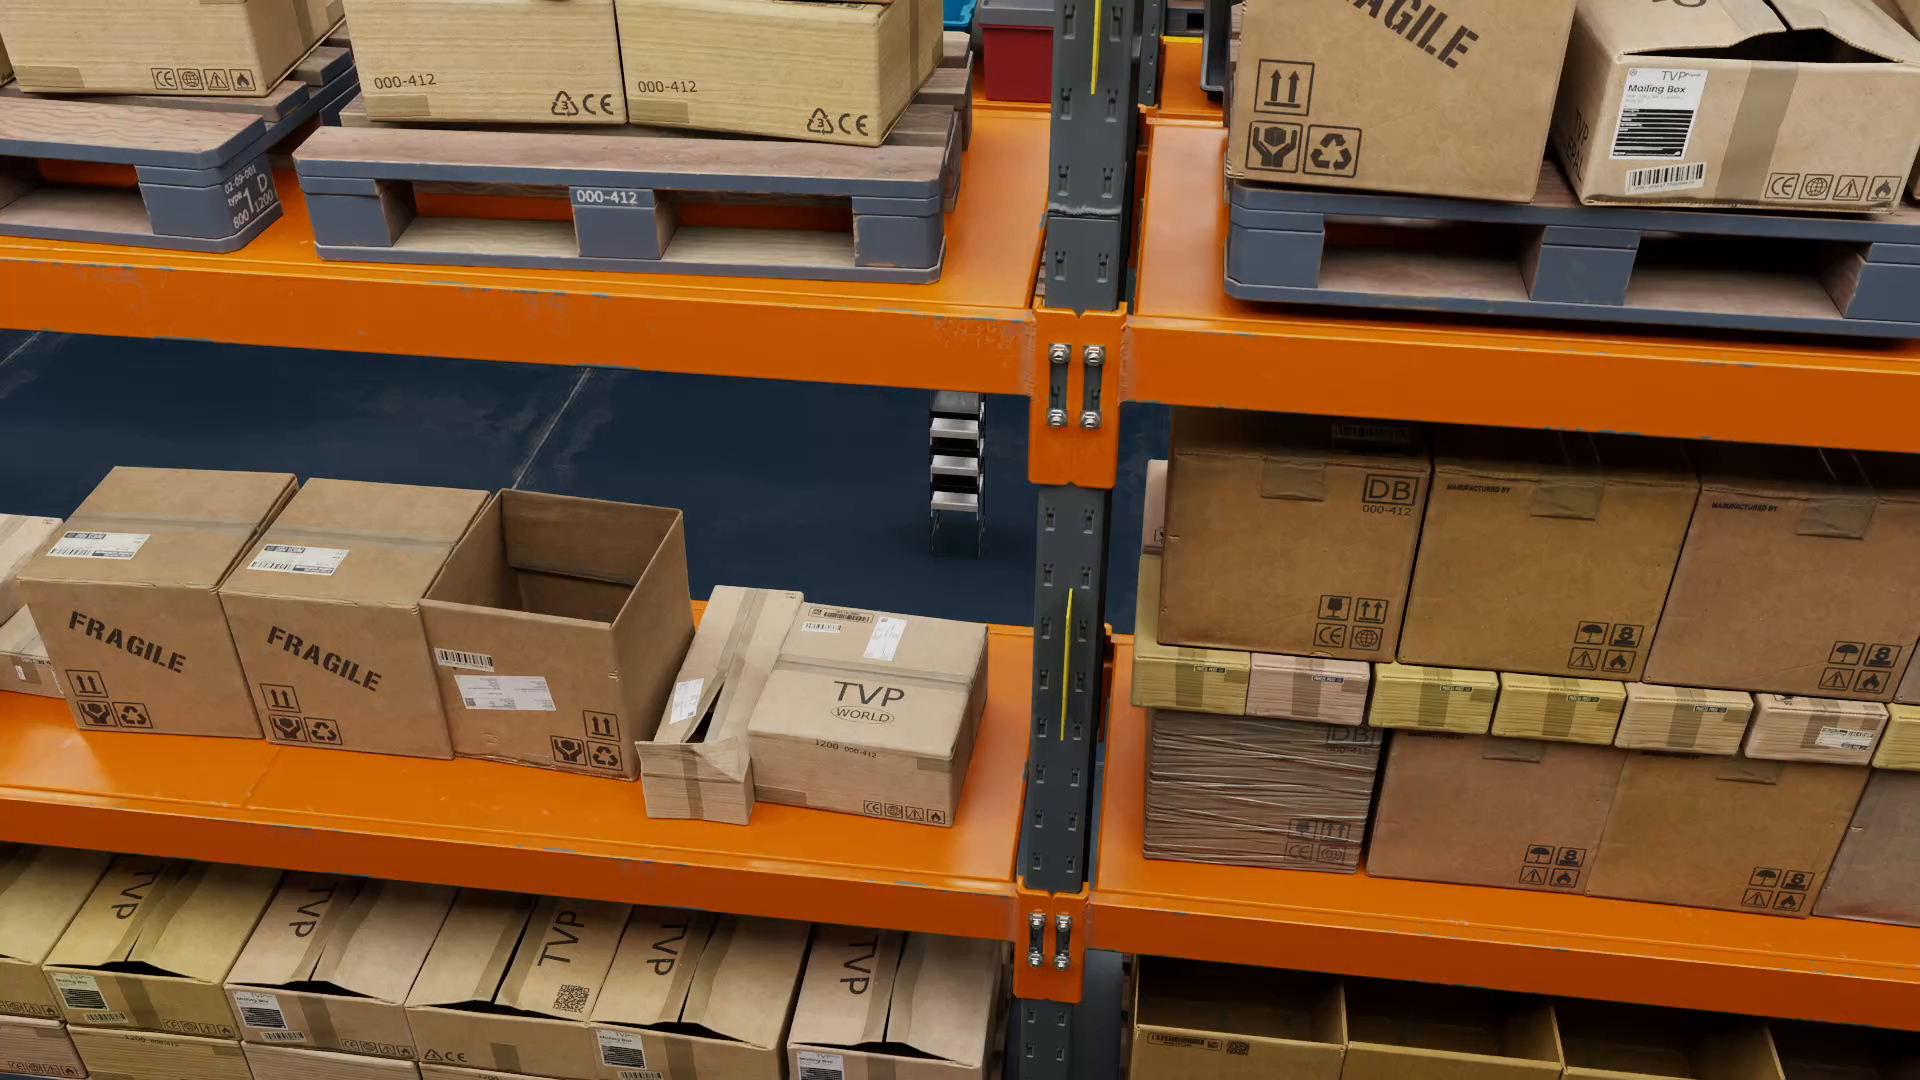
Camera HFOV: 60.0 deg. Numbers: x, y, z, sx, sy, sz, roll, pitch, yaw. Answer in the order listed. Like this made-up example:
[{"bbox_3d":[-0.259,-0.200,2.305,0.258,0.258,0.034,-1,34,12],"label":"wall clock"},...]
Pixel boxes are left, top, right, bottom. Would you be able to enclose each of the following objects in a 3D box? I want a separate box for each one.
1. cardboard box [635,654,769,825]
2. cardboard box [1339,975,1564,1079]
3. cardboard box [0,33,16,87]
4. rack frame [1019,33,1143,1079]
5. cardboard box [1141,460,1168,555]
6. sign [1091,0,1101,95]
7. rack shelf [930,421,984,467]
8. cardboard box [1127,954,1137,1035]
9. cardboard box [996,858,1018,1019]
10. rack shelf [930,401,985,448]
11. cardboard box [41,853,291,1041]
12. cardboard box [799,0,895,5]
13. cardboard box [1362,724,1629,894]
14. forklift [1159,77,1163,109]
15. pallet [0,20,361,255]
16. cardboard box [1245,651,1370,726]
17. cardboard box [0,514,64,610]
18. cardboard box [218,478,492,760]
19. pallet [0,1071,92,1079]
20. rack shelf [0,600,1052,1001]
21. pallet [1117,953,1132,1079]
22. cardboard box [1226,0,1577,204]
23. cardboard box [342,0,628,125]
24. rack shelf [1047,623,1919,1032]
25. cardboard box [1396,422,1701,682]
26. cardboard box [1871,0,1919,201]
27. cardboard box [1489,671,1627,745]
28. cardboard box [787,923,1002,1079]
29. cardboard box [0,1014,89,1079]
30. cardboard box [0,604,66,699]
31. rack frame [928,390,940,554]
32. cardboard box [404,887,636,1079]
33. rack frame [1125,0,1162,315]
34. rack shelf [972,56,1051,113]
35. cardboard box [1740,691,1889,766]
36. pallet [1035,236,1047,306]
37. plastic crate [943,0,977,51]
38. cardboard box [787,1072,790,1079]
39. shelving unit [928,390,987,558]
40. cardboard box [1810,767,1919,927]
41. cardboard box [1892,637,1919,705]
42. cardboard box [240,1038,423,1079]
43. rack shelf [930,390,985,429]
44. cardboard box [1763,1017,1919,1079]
[{"bbox_3d":[-0.619,0.476,4.117,0.258,0.266,0.396,3,36,5],"label":"cardboard box"},{"bbox_3d":[1.193,1.271,4.247,0.500,0.500,0.500,4,36,6],"label":"cardboard box"},{"bbox_3d":[-2.146,-1.168,3.490,0.500,0.250,0.500,4,36,5],"label":"cardboard box"},{"bbox_3d":[0.276,0.380,4.135,0.127,3.000,1.000,4,36,6],"label":"rack frame"},{"bbox_3d":[0.573,-0.028,4.062,0.250,0.149,0.380,4,36,6],"label":"cardboard box"},{"bbox_3d":[0.217,-0.866,2.583,0.005,0.325,0.100,4,36,6],"label":"sign"},{"bbox_3d":[-0.008,-0.413,6.957,0.200,0.077,0.258,4,36,6],"label":"rack shelf"},{"bbox_3d":[0.764,1.237,4.940,0.500,0.250,0.500,4,36,6],"label":"cardboard box"},{"bbox_3d":[-0.092,1.156,5.053,0.500,0.250,0.500,3,36,5],"label":"cardboard box"},{"bbox_3d":[-0.008,-0.486,6.904,0.200,0.077,0.258,4,36,6],"label":"rack shelf"},{"bbox_3d":[-2.182,1.086,4.670,0.500,0.311,0.500,3,36,5],"label":"cardboard box"},{"bbox_3d":[-0.331,-1.324,3.063,0.500,0.500,0.500,5,36,7],"label":"cardboard box"},{"bbox_3d":[1.241,0.404,4.015,0.500,0.500,0.700,4,36,5],"label":"cardboard box"},{"bbox_3d":[2.095,-3.876,10.158,3.031,2.935,1.130,8,36,11],"label":"forklift"},{"bbox_3d":[-1.897,-0.980,3.621,1.213,0.211,1.003,6,36,8],"label":"pallet"},{"bbox_3d":[0.767,0.226,3.707,0.250,0.149,0.380,5,36,7],"label":"cardboard box"},{"bbox_3d":[-2.764,0.094,4.752,0.250,0.149,0.380,4,36,6],"label":"cardboard box"},{"bbox_3d":[-1.503,0.198,4.305,0.500,0.500,0.500,4,36,6],"label":"cardboard box"},{"bbox_3d":[-2.880,1.303,5.243,1.213,0.211,1.003,4,36,6],"label":"pallet"},{"bbox_3d":[-1.708,0.525,4.551,4.000,0.370,1.077,4,36,6],"label":"rack shelf"},{"bbox_3d":[1.059,1.598,4.829,1.213,0.211,1.003,4,36,6],"label":"pallet"},{"bbox_3d":[0.742,-0.920,2.807,0.500,0.500,0.500,7,36,10],"label":"cardboard box"},{"bbox_3d":[-0.879,-1.041,3.311,0.500,0.250,0.500,1,36,1],"label":"cardboard box"},{"bbox_3d":[2.260,0.821,4.136,4.000,0.370,1.077,4,36,6],"label":"rack shelf"},{"bbox_3d":[1.218,-0.122,3.637,0.500,0.500,0.700,4,36,6],"label":"cardboard box"},{"bbox_3d":[1.893,-0.916,2.798,0.637,0.503,0.797,8,36,11],"label":"cardboard box"},{"bbox_3d":[1.283,0.262,3.656,0.250,0.149,0.380,4,36,6],"label":"cardboard box"},{"bbox_3d":[-0.162,1.236,4.459,0.500,0.311,0.500,4,36,6],"label":"cardboard box"},{"bbox_3d":[-2.711,1.277,4.883,0.500,0.250,0.500,3,36,5],"label":"cardboard box"},{"bbox_3d":[-2.419,0.249,4.536,0.250,0.149,0.380,7,36,9],"label":"cardboard box"},{"bbox_3d":[-0.109,-0.374,7.000,0.006,0.900,0.240,4,36,6],"label":"rack frame"},{"bbox_3d":[-1.174,1.163,4.562,0.500,0.311,0.500,4,36,6],"label":"cardboard box"},{"bbox_3d":[0.911,-2.473,8.133,0.127,3.000,1.000,4,36,6],"label":"rack frame"},{"bbox_3d":[-1.073,-2.328,8.550,4.000,0.370,1.077,4,36,6],"label":"rack shelf"},{"bbox_3d":[1.797,0.300,3.603,0.250,0.149,0.380,3,36,5],"label":"cardboard box"},{"bbox_3d":[0.127,-1.374,8.994,1.213,0.211,1.003,4,36,6],"label":"pallet"},{"bbox_3d":[-0.223,-2.369,8.001,0.575,0.384,0.392,4,36,6],"label":"plastic crate"},{"bbox_3d":[-0.674,1.427,4.674,0.500,0.250,0.500,4,36,5],"label":"cardboard box"},{"bbox_3d":[-0.008,-0.367,6.989,0.210,0.900,0.258,4,36,6],"label":"shelving unit"},{"bbox_3d":[2.246,0.481,3.908,0.500,0.500,0.700,5,36,7],"label":"cardboard box"},{"bbox_3d":[2.210,-0.048,3.532,0.500,0.500,0.700,4,36,6],"label":"cardboard box"},{"bbox_3d":[-1.686,1.351,4.781,0.500,0.250,0.500,5,36,7],"label":"cardboard box"},{"bbox_3d":[-0.008,-0.560,6.852,0.200,0.077,0.258,4,36,6],"label":"rack shelf"},{"bbox_3d":[2.184,1.348,4.139,0.500,0.500,0.500,4,36,6],"label":"cardboard box"}]
